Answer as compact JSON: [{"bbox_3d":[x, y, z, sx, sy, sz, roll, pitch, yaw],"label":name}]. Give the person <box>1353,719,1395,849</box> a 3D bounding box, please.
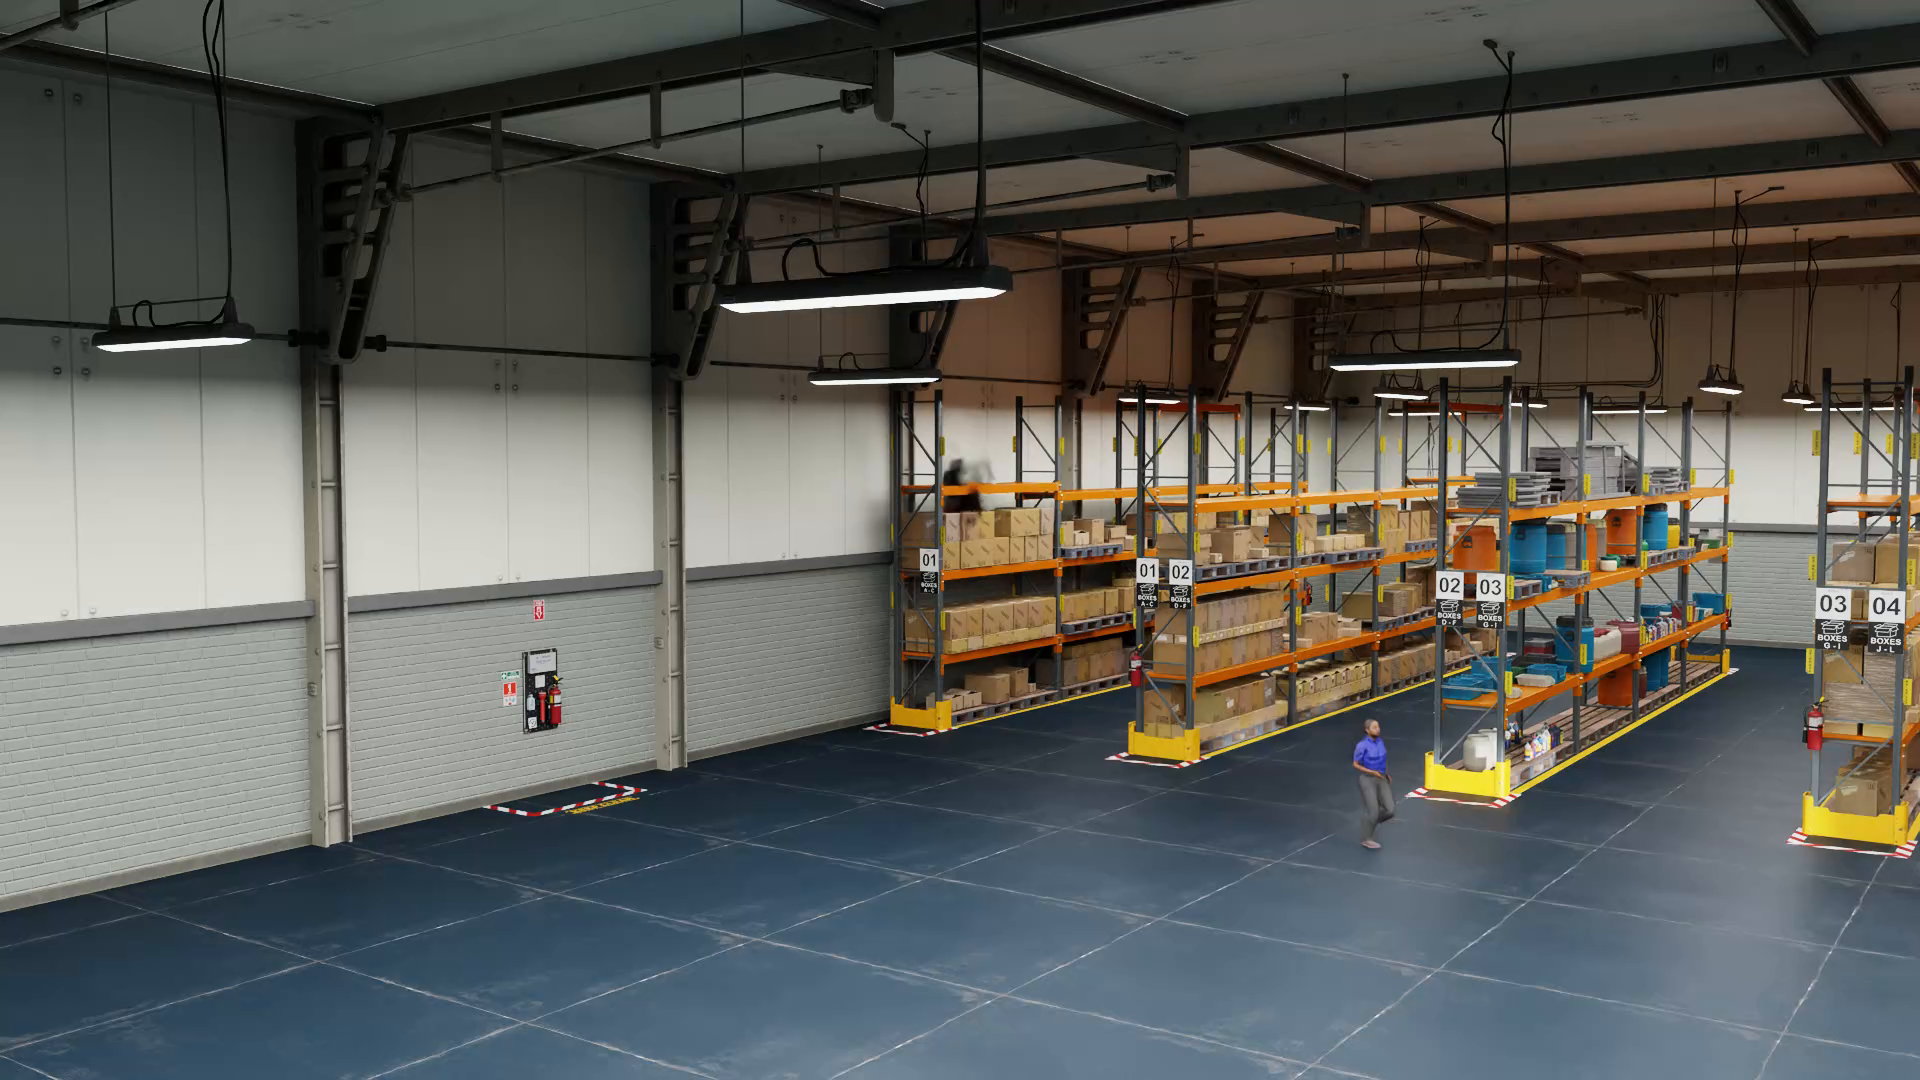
[{"bbox_3d":[5.164,3.029,20.677,0.570,1.609,0.568,-2,4,-29],"label":"person"}]
